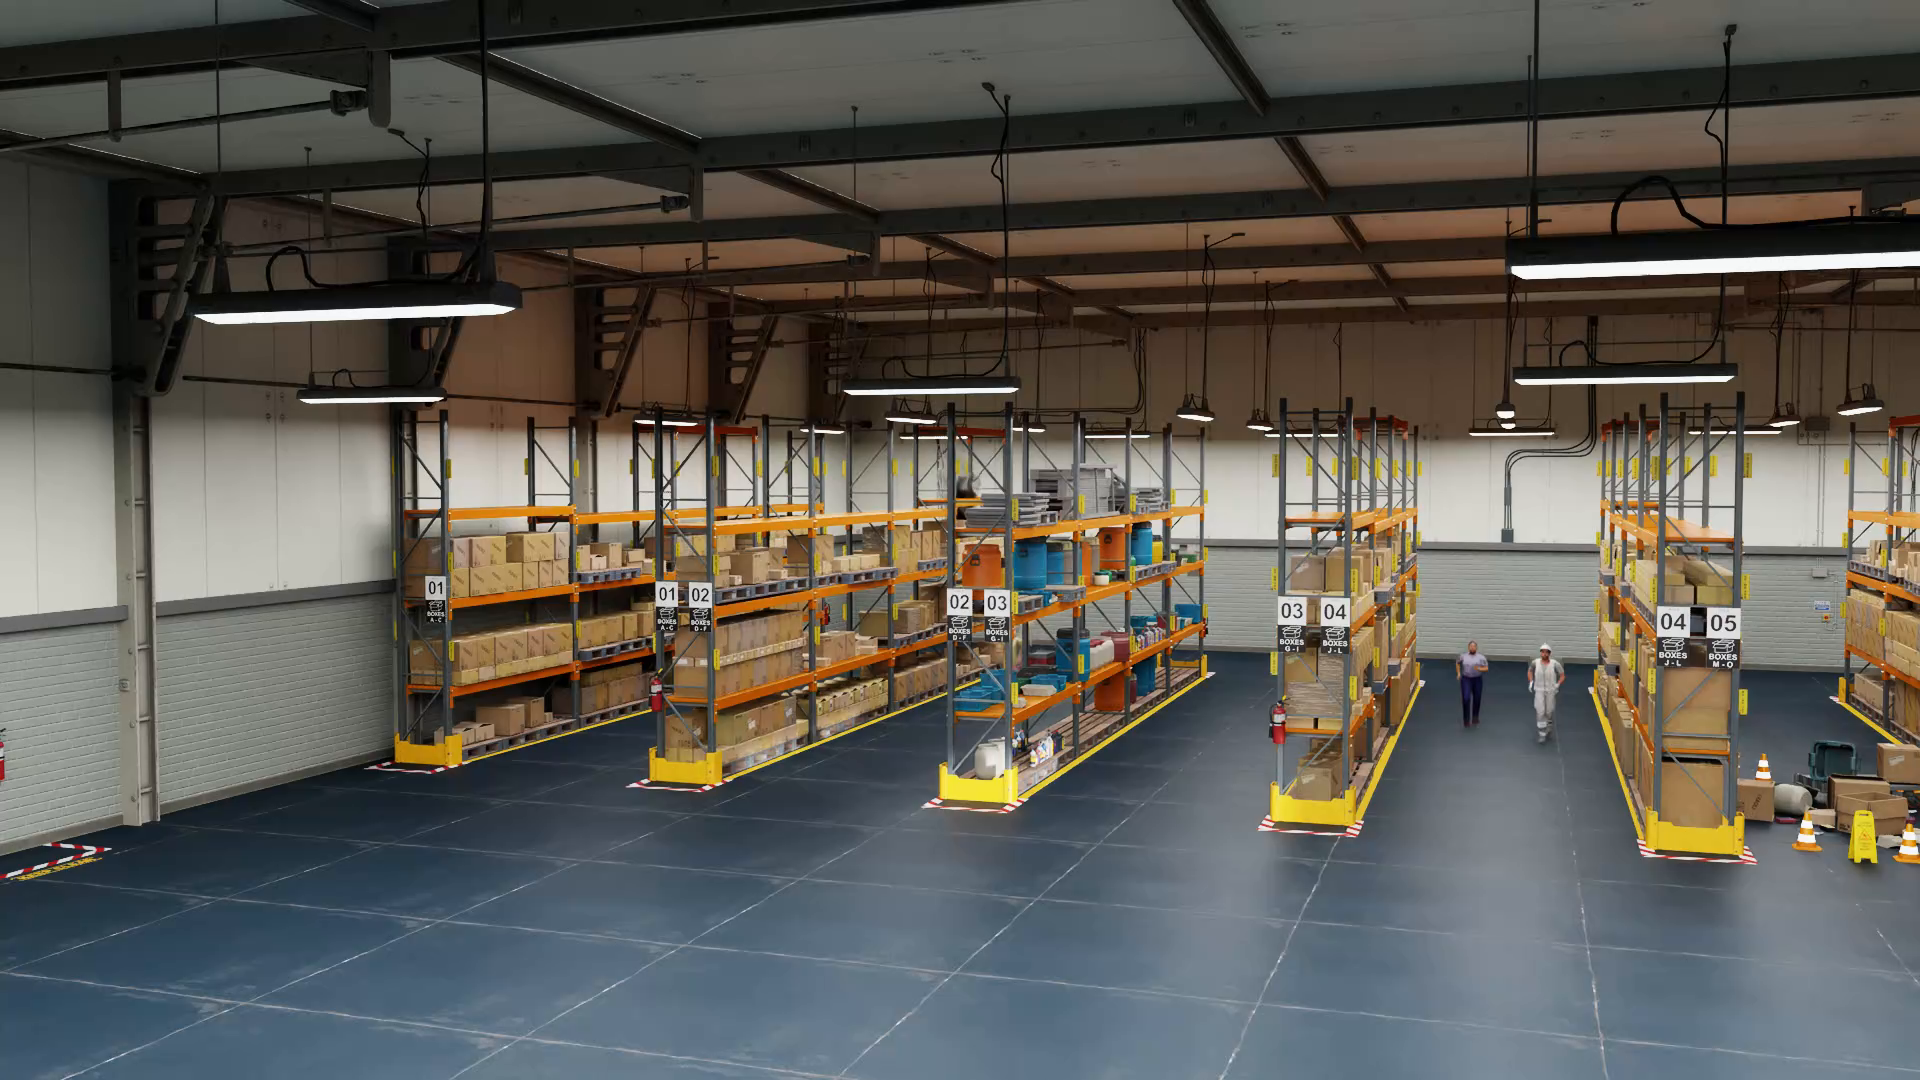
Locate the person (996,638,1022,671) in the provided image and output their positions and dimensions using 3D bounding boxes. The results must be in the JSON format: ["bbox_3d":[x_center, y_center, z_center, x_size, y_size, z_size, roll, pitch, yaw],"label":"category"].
[{"bbox_3d":[1.038,2.643,35.000,0.570,1.700,0.831,0,2,5],"label":"person"}]

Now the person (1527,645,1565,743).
[{"bbox_3d":[10.797,2.809,30.647,0.668,1.786,0.893,1,3,23],"label":"person"}]

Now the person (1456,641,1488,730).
[{"bbox_3d":[9.911,2.790,32.188,0.595,1.654,0.903,1,3,14],"label":"person"}]
